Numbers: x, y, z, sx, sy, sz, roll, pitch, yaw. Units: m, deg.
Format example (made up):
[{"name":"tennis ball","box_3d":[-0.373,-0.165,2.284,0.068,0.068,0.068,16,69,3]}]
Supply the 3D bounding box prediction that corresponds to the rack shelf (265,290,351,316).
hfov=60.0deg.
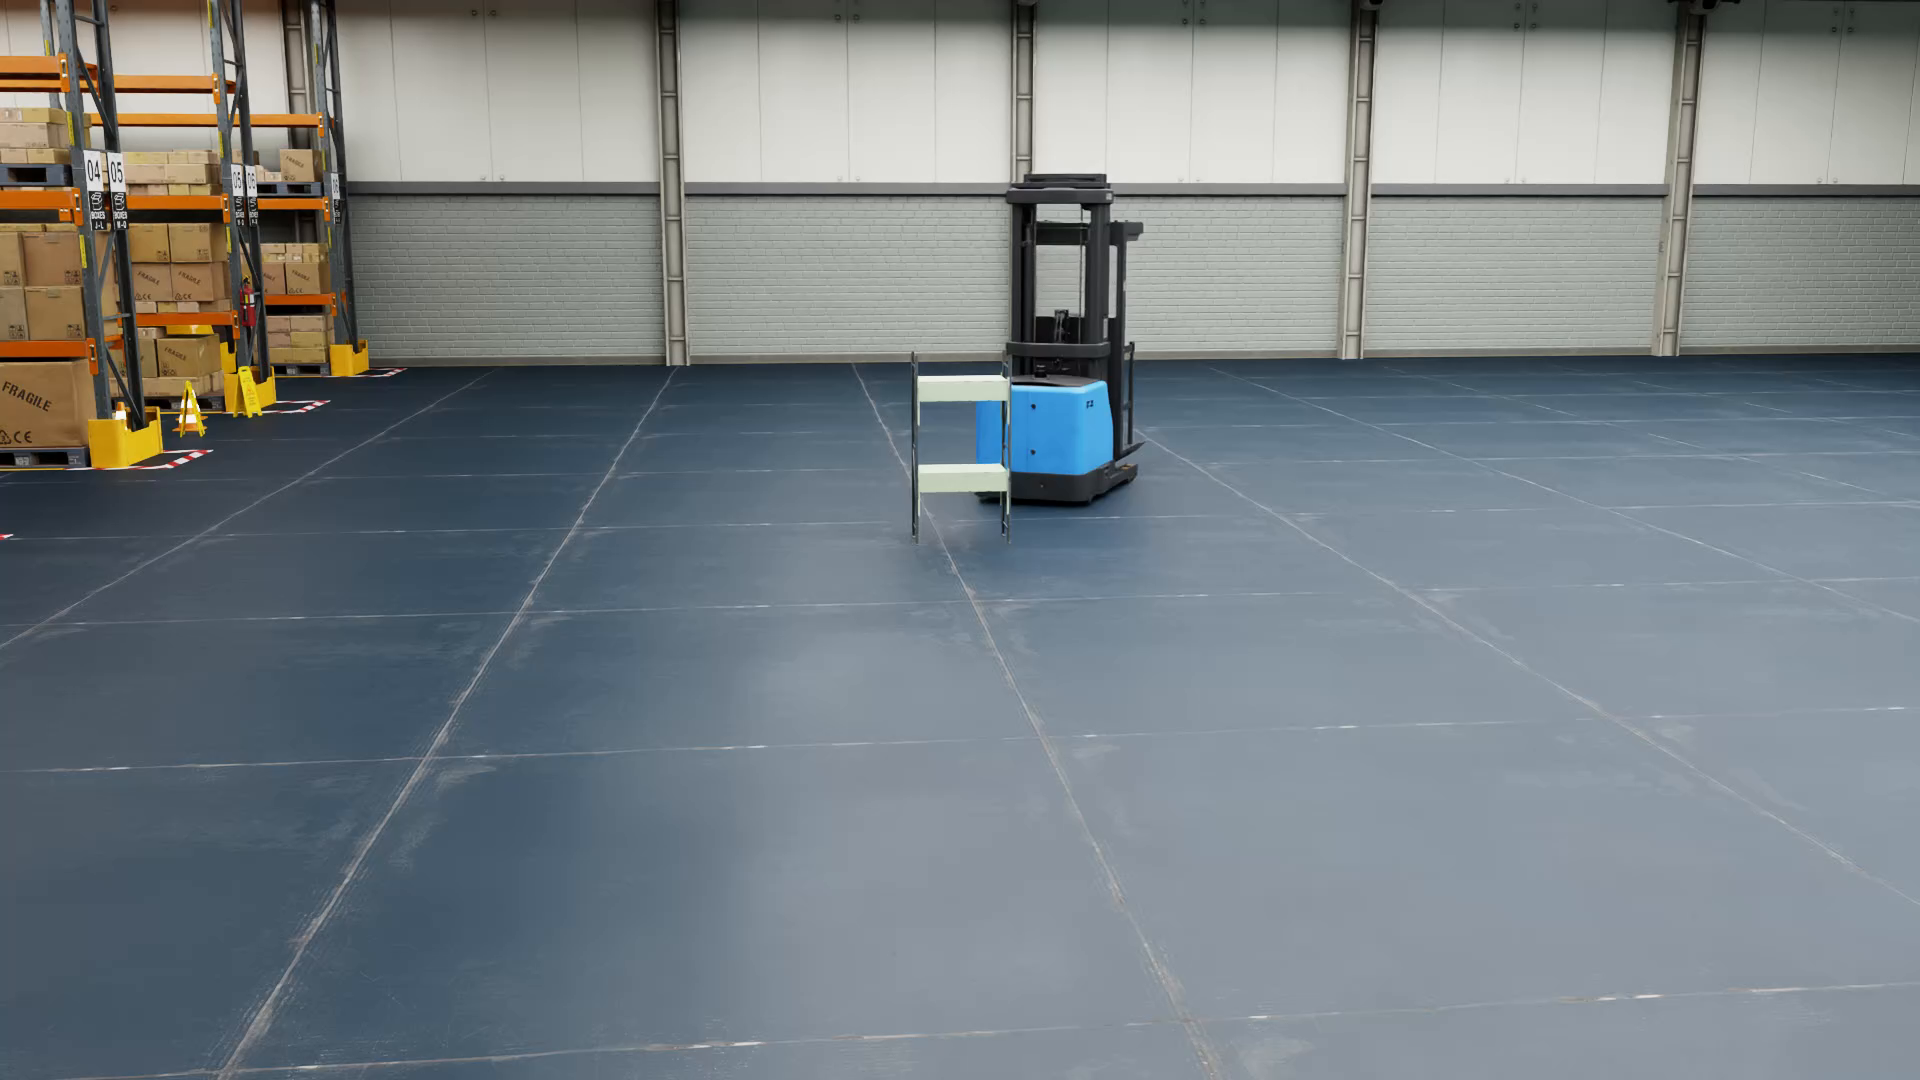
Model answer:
[{"name":"rack shelf","box_3d":[-12.043,-3.830,26.937,4.000,0.370,1.077,-1,11,-6]}]

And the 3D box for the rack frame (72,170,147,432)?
[{"name":"rack frame","box_3d":[-8.880,-2.325,17.420,0.127,3.000,1.000,-1,11,-6]}]

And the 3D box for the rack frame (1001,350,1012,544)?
[{"name":"rack frame","box_3d":[0.371,-0.744,13.263,0.023,1.500,0.400,-1,11,-6]}]

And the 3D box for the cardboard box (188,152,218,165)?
[{"name":"cardboard box","box_3d":[-9.819,-4.949,21.572,0.250,0.149,0.380,-1,11,-6]}]

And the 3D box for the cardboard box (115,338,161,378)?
[{"name":"cardboard box","box_3d":[-10.802,-2.419,21.992,0.500,0.500,0.500,-1,11,-4]}]

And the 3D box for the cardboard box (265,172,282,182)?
[{"name":"cardboard box","box_3d":[-10.846,-5.752,26.380,0.250,0.149,0.380,-2,11,-8]}]

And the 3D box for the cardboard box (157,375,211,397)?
[{"name":"cardboard box","box_3d":[-10.313,-2.060,22.112,0.500,0.250,0.500,-1,11,-6]}]

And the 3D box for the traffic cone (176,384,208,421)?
[{"name":"traffic cone","box_3d":[-9.803,-1.771,21.179,0.334,0.463,0.336,-1,11,-6]}]

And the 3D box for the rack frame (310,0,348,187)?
[{"name":"rack frame","box_3d":[-10.055,-7.168,26.501,0.127,3.000,1.000,-1,11,-6]}]

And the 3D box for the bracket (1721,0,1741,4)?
[{"name":"bracket","box_3d":[13.466,-9.533,29.200,0.430,0.232,0.235,-1,11,-6]}]

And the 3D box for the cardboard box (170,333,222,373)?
[{"name":"cardboard box","box_3d":[-10.370,-2.533,22.571,0.500,0.500,0.500,-2,11,-8]}]

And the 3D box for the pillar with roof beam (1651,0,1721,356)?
[{"name":"pillar with roof beam","box_3d":[13.480,-7.001,25.650,0.548,9.000,9.100,-1,11,-6]}]

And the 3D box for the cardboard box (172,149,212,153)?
[{"name":"cardboard box","box_3d":[-12.083,-5.939,26.410,0.637,0.503,0.797,-1,11,-4]}]

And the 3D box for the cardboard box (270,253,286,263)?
[{"name":"cardboard box","box_3d":[-10.885,-4.526,26.673,0.250,0.149,0.380,-1,11,-5]}]

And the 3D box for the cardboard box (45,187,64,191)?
[{"name":"cardboard box","box_3d":[-11.619,-4.529,21.505,0.250,0.149,0.380,-1,11,-6]}]

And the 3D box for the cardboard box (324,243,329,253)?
[{"name":"cardboard box","box_3d":[-10.412,-4.772,27.151,0.250,0.149,0.380,-1,11,-7]}]

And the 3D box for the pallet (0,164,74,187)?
[{"name":"pallet","box_3d":[-9.616,-3.736,17.050,1.213,0.211,1.003,-1,11,-6]}]

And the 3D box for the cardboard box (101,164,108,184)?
[{"name":"cardboard box","box_3d":[-11.010,-4.732,21.505,0.500,0.250,0.500,-1,11,-4]}]

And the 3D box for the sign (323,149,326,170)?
[{"name":"sign","box_3d":[-10.010,-5.987,26.181,0.005,0.325,0.100,-1,11,-6]}]

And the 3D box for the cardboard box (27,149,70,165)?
[{"name":"cardboard box","box_3d":[-9.174,-3.857,16.739,0.250,0.149,0.380,-1,11,-6]}]

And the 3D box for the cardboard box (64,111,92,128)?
[{"name":"cardboard box","box_3d":[-9.246,-4.374,17.303,0.250,0.149,0.380,-1,11,-5]}]

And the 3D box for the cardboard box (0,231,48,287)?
[{"name":"cardboard box","box_3d":[-9.790,-2.899,17.151,0.550,0.550,0.875,-1,11,-6]}]

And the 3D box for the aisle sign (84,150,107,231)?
[{"name":"aisle sign","box_3d":[-8.777,-3.545,16.884,0.004,0.787,0.394,-1,11,-6]}]

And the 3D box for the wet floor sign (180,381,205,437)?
[{"name":"wet floor sign","box_3d":[-9.065,-1.550,19.582,0.232,0.644,0.267,-3,12,-16]}]

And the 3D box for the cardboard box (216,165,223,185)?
[{"name":"cardboard box","box_3d":[-10.044,-4.857,22.141,0.500,0.250,0.500,-1,11,-7]}]

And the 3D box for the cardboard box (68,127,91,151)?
[{"name":"cardboard box","box_3d":[-9.387,-4.164,17.265,0.500,0.250,0.500,-1,11,-6]}]

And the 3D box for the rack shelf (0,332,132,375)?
[{"name":"rack shelf","box_3d":[-10.868,-1.931,17.277,4.000,0.370,1.077,-1,11,-6]}]

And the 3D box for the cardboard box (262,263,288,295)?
[{"name":"cardboard box","box_3d":[-11.032,-4.204,26.716,0.500,0.500,0.500,-1,11,-4]}]

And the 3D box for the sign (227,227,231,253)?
[{"name":"sign","box_3d":[-9.475,-3.889,21.552,0.005,0.325,0.100,-1,11,-6]}]

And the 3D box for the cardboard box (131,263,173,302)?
[{"name":"cardboard box","box_3d":[-10.523,-3.394,21.825,0.500,0.500,0.500,-1,11,-6]}]

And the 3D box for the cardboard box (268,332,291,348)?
[{"name":"cardboard box","box_3d":[-11.005,-3.248,26.857,0.500,0.250,0.500,-1,11,-7]}]

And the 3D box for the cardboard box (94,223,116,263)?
[{"name":"cardboard box","box_3d":[-10.999,-3.866,21.635,0.500,0.500,0.700,-1,11,-7]}]

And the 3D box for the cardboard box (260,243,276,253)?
[{"name":"cardboard box","box_3d":[-11.143,-4.677,26.671,0.250,0.149,0.380,-1,11,-6]}]

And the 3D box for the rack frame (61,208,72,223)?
[{"name":"rack frame","box_3d":[-14.031,-4.141,26.656,0.127,3.000,1.000,-1,11,-6]}]

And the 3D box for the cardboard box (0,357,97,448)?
[{"name":"cardboard box","box_3d":[-9.547,-1.462,17.448,0.875,0.875,0.875,-1,11,-6]}]

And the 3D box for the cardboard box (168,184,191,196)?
[{"name":"cardboard box","box_3d":[-10.083,-4.548,21.604,0.250,0.149,0.380,-1,11,-6]}]

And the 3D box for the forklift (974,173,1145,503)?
[{"name":"forklift","box_3d":[1.109,-2.008,15.984,1.130,2.935,3.031,4,12,20]}]

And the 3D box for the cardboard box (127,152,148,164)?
[{"name":"cardboard box","box_3d":[-10.589,-4.946,21.561,0.250,0.149,0.380,-1,11,-6]}]

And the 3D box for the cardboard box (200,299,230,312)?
[{"name":"cardboard box","box_3d":[-9.864,-3.100,22.014,0.250,0.149,0.380,-1,11,-4]}]

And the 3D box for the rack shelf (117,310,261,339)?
[{"name":"rack shelf","box_3d":[-11.503,-2.878,22.095,4.000,0.370,1.077,-1,11,-6]}]

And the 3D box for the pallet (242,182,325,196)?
[{"name":"pallet","box_3d":[-10.760,-5.643,26.749,1.213,0.211,1.003,-1,11,-6]}]

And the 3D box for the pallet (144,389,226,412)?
[{"name":"pallet","box_3d":[-10.402,-1.892,22.447,1.213,0.211,1.003,-1,11,-6]}]

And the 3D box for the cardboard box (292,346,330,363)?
[{"name":"cardboard box","box_3d":[-10.488,-3.011,26.946,0.500,0.250,0.500,-1,11,-6]}]

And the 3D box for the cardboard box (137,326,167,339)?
[{"name":"cardboard box","box_3d":[-10.641,-2.728,21.884,0.250,0.149,0.380,-1,11,-4]}]

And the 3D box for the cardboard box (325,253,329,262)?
[{"name":"cardboard box","box_3d":[-10.420,-4.634,27.224,0.250,0.149,0.380,-1,11,-8]}]

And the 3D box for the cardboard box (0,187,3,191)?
[{"name":"cardboard box","box_3d":[-12.401,-4.516,21.438,0.250,0.149,0.380,-1,11,-4]}]

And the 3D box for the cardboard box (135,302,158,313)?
[{"name":"cardboard box","box_3d":[-10.613,-3.061,21.816,0.250,0.149,0.380,-1,11,-5]}]

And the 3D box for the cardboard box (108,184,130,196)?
[{"name":"cardboard box","box_3d":[-10.853,-4.543,21.574,0.250,0.149,0.380,-1,11,-7]}]

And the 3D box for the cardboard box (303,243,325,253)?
[{"name":"cardboard box","box_3d":[-10.388,-4.690,26.735,0.250,0.149,0.380,-1,11,-6]}]

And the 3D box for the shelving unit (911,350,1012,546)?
[{"name":"shelving unit","box_3d":[0.007,-0.736,13.224,0.755,1.500,0.431,-1,11,-6]}]

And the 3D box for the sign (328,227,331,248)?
[{"name":"sign","box_3d":[-10.010,-4.804,26.414,0.005,0.325,0.100,-1,11,-6]}]

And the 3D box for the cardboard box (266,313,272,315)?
[{"name":"cardboard box","box_3d":[-11.548,-3.579,27.242,0.500,0.250,0.500,-1,11,-6]}]

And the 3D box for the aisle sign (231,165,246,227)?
[{"name":"aisle sign","box_3d":[-9.422,-4.494,21.711,0.004,0.787,0.394,-1,11,-6]}]

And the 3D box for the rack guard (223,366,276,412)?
[{"name":"rack guard","box_3d":[-9.590,-2.044,22.471,0.348,0.500,1.175,-1,11,-6]}]
